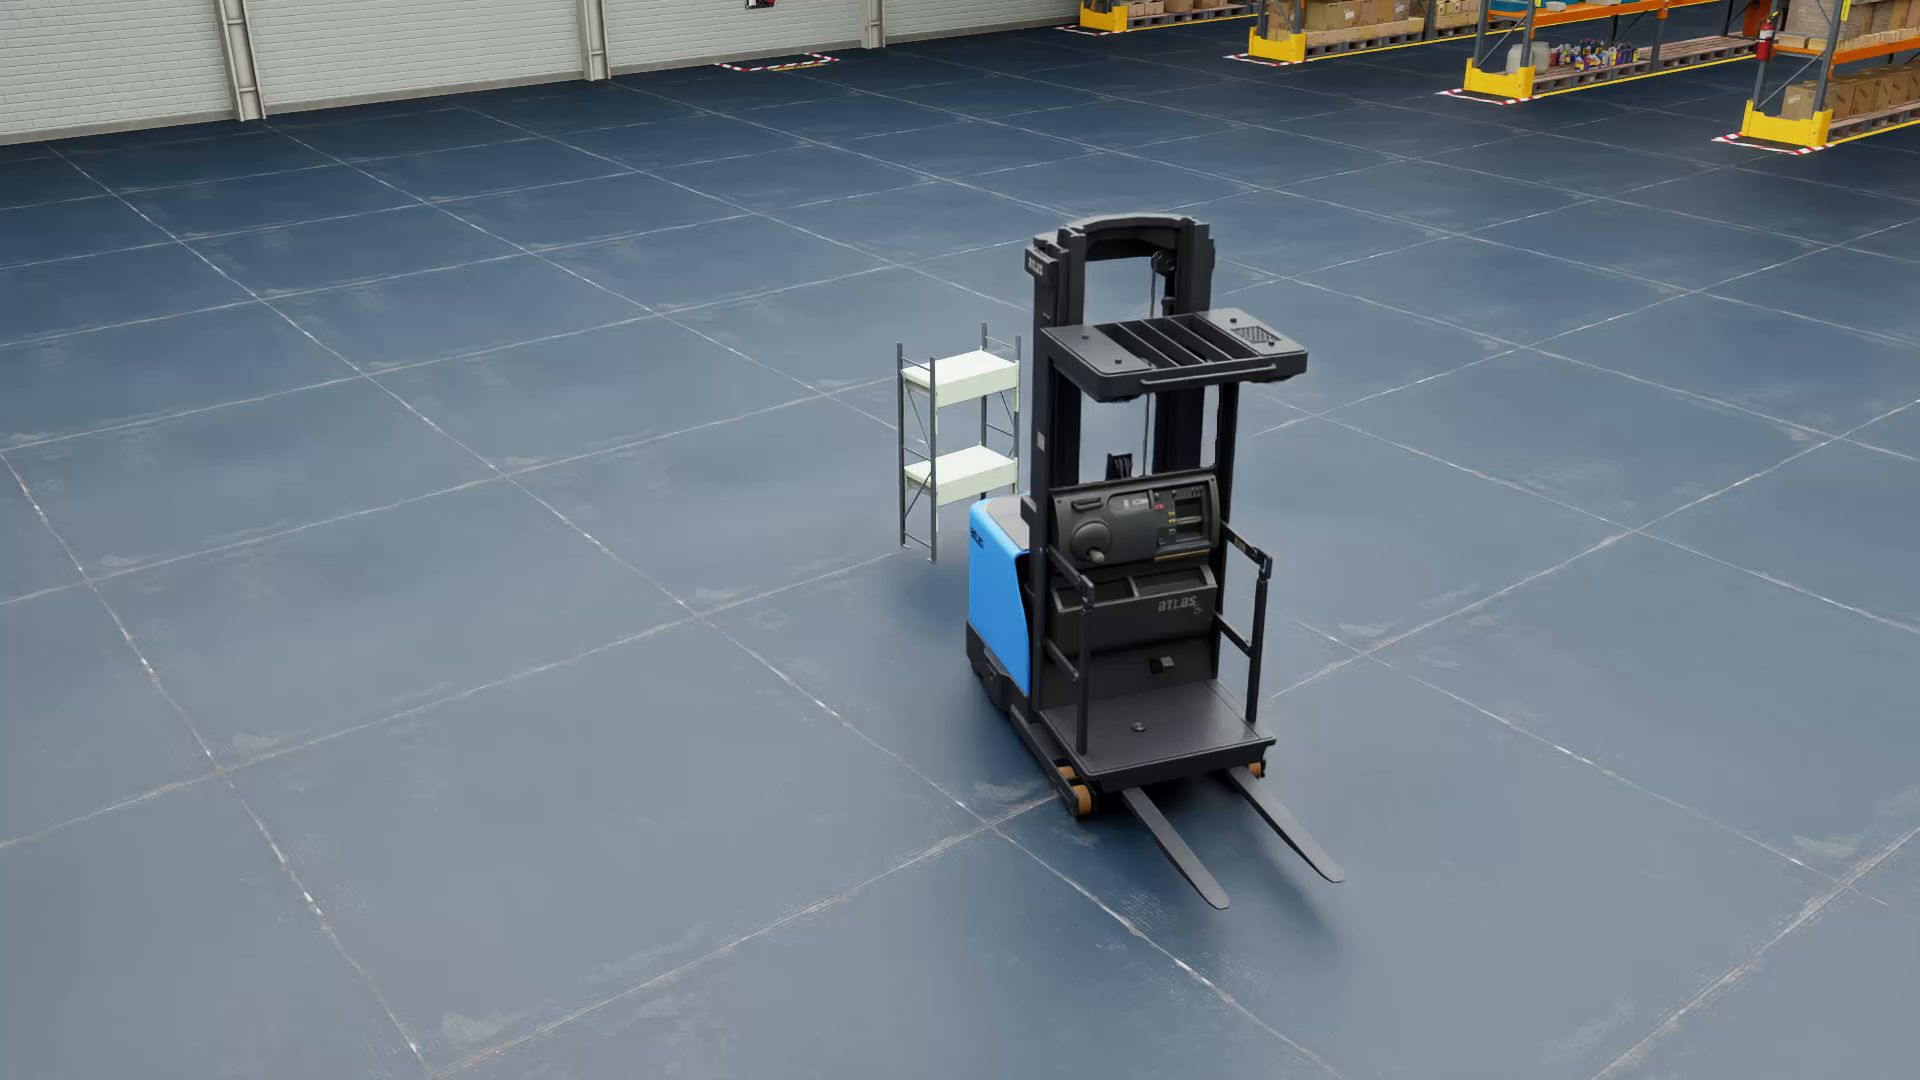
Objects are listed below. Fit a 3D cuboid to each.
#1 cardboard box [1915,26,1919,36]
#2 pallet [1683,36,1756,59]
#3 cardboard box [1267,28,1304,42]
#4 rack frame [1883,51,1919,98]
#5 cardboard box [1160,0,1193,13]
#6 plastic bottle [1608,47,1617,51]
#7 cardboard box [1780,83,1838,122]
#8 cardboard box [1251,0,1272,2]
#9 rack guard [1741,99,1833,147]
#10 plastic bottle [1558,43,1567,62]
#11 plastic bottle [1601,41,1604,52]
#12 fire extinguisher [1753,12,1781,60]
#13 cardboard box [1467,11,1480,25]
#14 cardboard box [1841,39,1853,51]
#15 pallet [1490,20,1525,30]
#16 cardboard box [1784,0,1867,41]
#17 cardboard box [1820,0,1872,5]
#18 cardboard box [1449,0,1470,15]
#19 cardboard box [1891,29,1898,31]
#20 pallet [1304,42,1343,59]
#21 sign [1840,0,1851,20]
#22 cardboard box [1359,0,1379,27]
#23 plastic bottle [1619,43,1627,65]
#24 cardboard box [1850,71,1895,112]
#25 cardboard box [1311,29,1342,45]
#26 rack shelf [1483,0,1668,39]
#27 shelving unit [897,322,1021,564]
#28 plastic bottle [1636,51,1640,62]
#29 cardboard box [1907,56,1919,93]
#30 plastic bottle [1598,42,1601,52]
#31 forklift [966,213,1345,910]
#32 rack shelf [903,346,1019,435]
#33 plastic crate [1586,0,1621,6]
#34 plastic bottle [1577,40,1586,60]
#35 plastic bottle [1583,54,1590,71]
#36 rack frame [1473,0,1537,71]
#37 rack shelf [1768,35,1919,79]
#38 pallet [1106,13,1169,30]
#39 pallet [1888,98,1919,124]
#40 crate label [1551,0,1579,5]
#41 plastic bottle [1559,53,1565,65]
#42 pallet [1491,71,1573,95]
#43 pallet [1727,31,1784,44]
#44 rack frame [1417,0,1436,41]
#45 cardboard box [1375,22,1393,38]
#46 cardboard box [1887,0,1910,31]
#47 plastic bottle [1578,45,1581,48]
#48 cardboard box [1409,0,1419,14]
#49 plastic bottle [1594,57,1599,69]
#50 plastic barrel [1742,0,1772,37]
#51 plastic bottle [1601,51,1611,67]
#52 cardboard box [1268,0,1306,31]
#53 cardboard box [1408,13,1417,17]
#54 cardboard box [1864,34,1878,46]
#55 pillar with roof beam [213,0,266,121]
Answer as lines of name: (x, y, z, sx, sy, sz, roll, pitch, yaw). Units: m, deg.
cardboard box: (14.466, -7.826, 25.475, 0.250, 0.149, 0.380, -18, 31, -34)
pallet: (14.754, -9.549, 32.203, 1.213, 0.211, 1.003, -18, 31, -34)
cardboard box: (6.278, -9.747, 32.083, 0.500, 0.250, 0.500, -18, 31, -34)
rack frame: (15.296, -8.323, 26.247, 0.127, 3.000, 1.000, -18, 31, -34)
cardboard box: (4.635, -11.744, 36.066, 0.500, 0.500, 0.700, -21, 32, -37)
plastic bottle: (11.648, -8.658, 29.682, 0.135, 0.276, 0.152, -18, 31, -34)
cardboard box: (12.650, -6.497, 24.784, 0.500, 0.500, 0.500, -12, 28, -25)
cardboard box: (6.695, -12.508, 37.712, 0.500, 0.500, 0.700, -17, 30, -32)
rack guard: (12.208, -6.170, 24.577, 0.348, 0.500, 1.175, -18, 31, -34)
plastic bottle: (10.719, -8.682, 29.644, 0.185, 0.351, 0.144, -17, 30, -32)
plastic bottle: (11.718, -8.988, 30.399, 0.097, 0.271, 0.097, 0, 25, 0)
fire extinguisher: (11.774, -7.372, 24.290, 0.183, 0.674, 0.296, -18, 31, -34)
cardboard box: (10.465, -10.839, 34.437, 0.500, 0.250, 0.500, -19, 31, -36)
cardboard box: (12.728, -7.224, 24.177, 0.250, 0.149, 0.380, -18, 31, -34)
pallet: (11.662, -11.179, 35.713, 1.213, 0.211, 1.003, -18, 31, -34)
cardboard box: (12.598, -7.598, 24.213, 0.500, 0.500, 0.875, -18, 31, -34)
cardboard box: (12.749, -7.970, 23.828, 0.500, 0.500, 0.500, -18, 31, -34)
cardboard box: (10.062, -10.956, 34.023, 0.500, 0.311, 0.500, -19, 31, -35)
cardboard box: (13.875, -7.631, 25.056, 0.250, 0.149, 0.380, -18, 31, -34)
pallet: (6.614, -9.514, 32.127, 1.213, 0.211, 1.003, -18, 31, -34)
sign: (12.483, -7.497, 23.439, 0.005, 0.325, 0.100, -18, 31, -34)
cardboard box: (7.780, -10.304, 32.393, 0.500, 0.500, 0.500, -18, 31, -34)
plastic bottle: (11.760, -8.649, 29.574, 0.185, 0.351, 0.144, -20, 32, -37)
cardboard box: (14.070, -6.950, 25.760, 0.500, 0.500, 0.500, -22, 33, -38)
cardboard box: (6.989, -9.706, 31.996, 0.500, 0.250, 0.500, -18, 31, -34)
rack shelf: (10.666, -9.118, 28.815, 4.000, 0.370, 1.077, -18, 31, -34)
shelving unit: (-0.005, -0.679, 11.558, 0.755, 1.500, 0.431, -18, 31, -34)
plastic bottle: (12.146, -8.696, 29.854, 0.097, 0.201, 0.097, 0, 25, 0)
cardboard box: (15.792, -7.541, 27.009, 0.500, 0.500, 0.700, -21, 32, -38)
plastic bottle: (11.547, -8.865, 30.120, 0.133, 0.283, 0.061, -18, 31, -34)
forklift: (1.006, -0.070, 8.547, 1.130, 2.935, 3.031, -8, 26, -18)
rack shelf: (-0.005, -1.033, 11.393, 0.720, 0.370, 0.431, -18, 31, -34)
plastic crate: (11.118, -9.338, 28.749, 0.437, 0.136, 0.530, -18, 31, -34)
plastic bottle: (11.200, -8.840, 29.987, 0.185, 0.351, 0.144, -20, 31, -36)
plastic bottle: (10.900, -8.313, 28.929, 0.133, 0.283, 0.061, -18, 30, -33)
rack frame: (9.092, -8.925, 27.544, 0.127, 3.000, 1.000, -18, 31, -34)
rack shelf: (13.722, -7.477, 25.279, 4.000, 0.370, 1.077, -18, 31, -34)
pallet: (3.700, -11.161, 35.674, 1.213, 0.211, 1.003, -18, 31, -34)
pallet: (14.789, -6.872, 26.433, 1.213, 0.211, 1.003, -18, 31, -34)
crate label: (10.373, -9.508, 28.760, 0.616, 0.435, 0.502, -18, 31, -34)
plastic bottle: (10.683, -8.533, 29.502, 0.097, 0.201, 0.097, 0, 25, 0)
pallet: (9.765, -7.904, 28.658, 1.213, 0.211, 1.003, -18, 31, -34)
pallet: (15.982, -9.956, 33.080, 1.213, 0.211, 1.003, -18, 31, -34)
rack frame: (9.186, -11.606, 33.321, 0.127, 3.000, 1.000, -18, 31, -34)
cardboard box: (8.172, -10.095, 32.832, 0.500, 0.250, 0.500, -18, 31, -34)
cardboard box: (13.738, -8.009, 25.099, 0.500, 0.500, 0.875, -18, 31, -34)
plastic bottle: (11.107, -8.754, 29.894, 0.097, 0.271, 0.097, 0, 25, 0)
cardboard box: (9.328, -11.003, 34.124, 0.500, 0.311, 0.500, -18, 31, -34)
plastic bottle: (11.137, -8.363, 29.136, 0.097, 0.201, 0.097, 0, 25, 0)
plastic barrel: (15.762, -10.342, 32.676, 0.708, 0.830, 0.600, -18, 31, -34)
plastic bottle: (11.375, -8.490, 29.321, 0.135, 0.276, 0.152, -18, 30, -33)
cardboard box: (6.277, -10.088, 31.927, 0.500, 0.500, 0.500, -18, 31, -34)
cardboard box: (9.333, -10.753, 34.250, 0.500, 0.250, 0.500, -19, 31, -35)
cardboard box: (13.319, -7.418, 24.596, 0.250, 0.149, 0.380, -18, 31, -34)
pillar with roof beam: (-8.512, -9.294, 21.214, 0.400, 9.000, 9.100, -18, 31, -34)
